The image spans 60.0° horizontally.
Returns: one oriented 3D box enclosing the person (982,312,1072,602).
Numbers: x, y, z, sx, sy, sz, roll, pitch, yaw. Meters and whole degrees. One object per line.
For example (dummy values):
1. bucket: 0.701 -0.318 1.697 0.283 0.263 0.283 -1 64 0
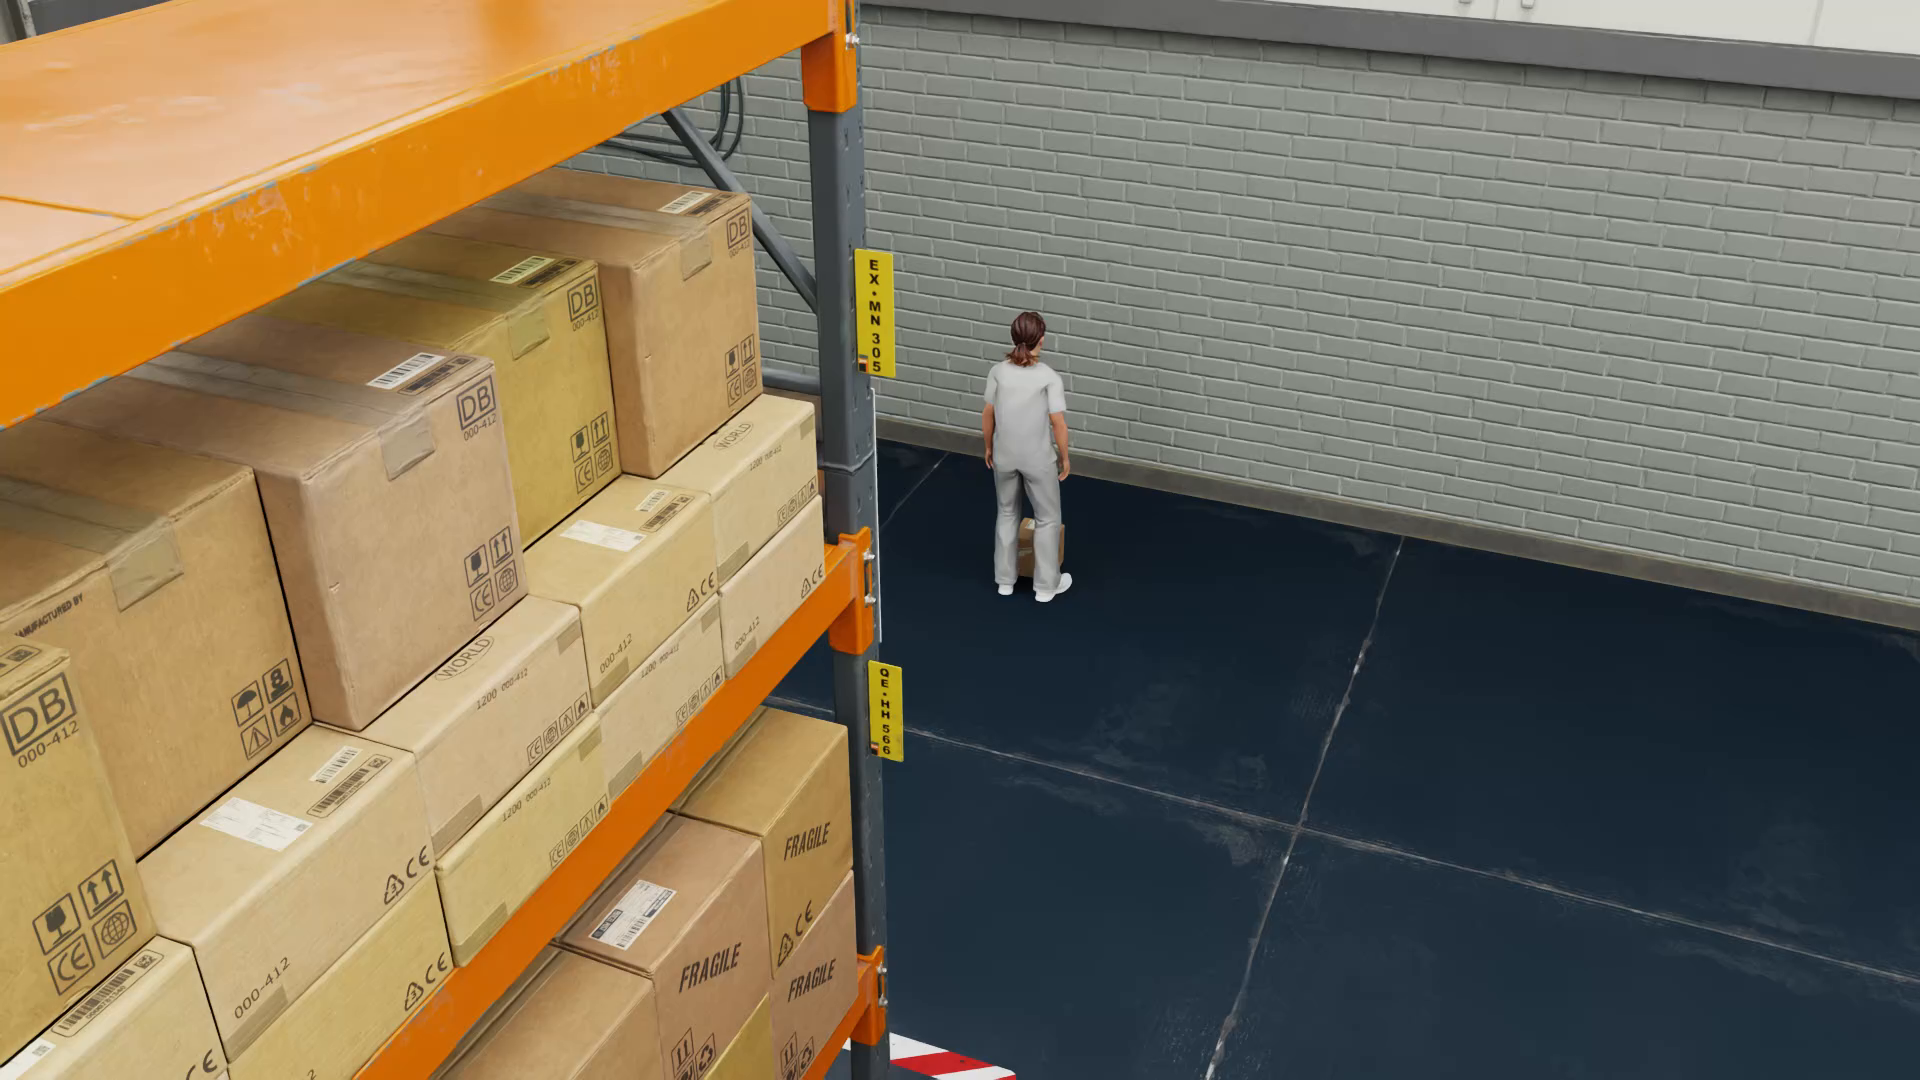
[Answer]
1. person: 0.366 -0.449 9.180 0.502 1.672 0.351 11 31 18
